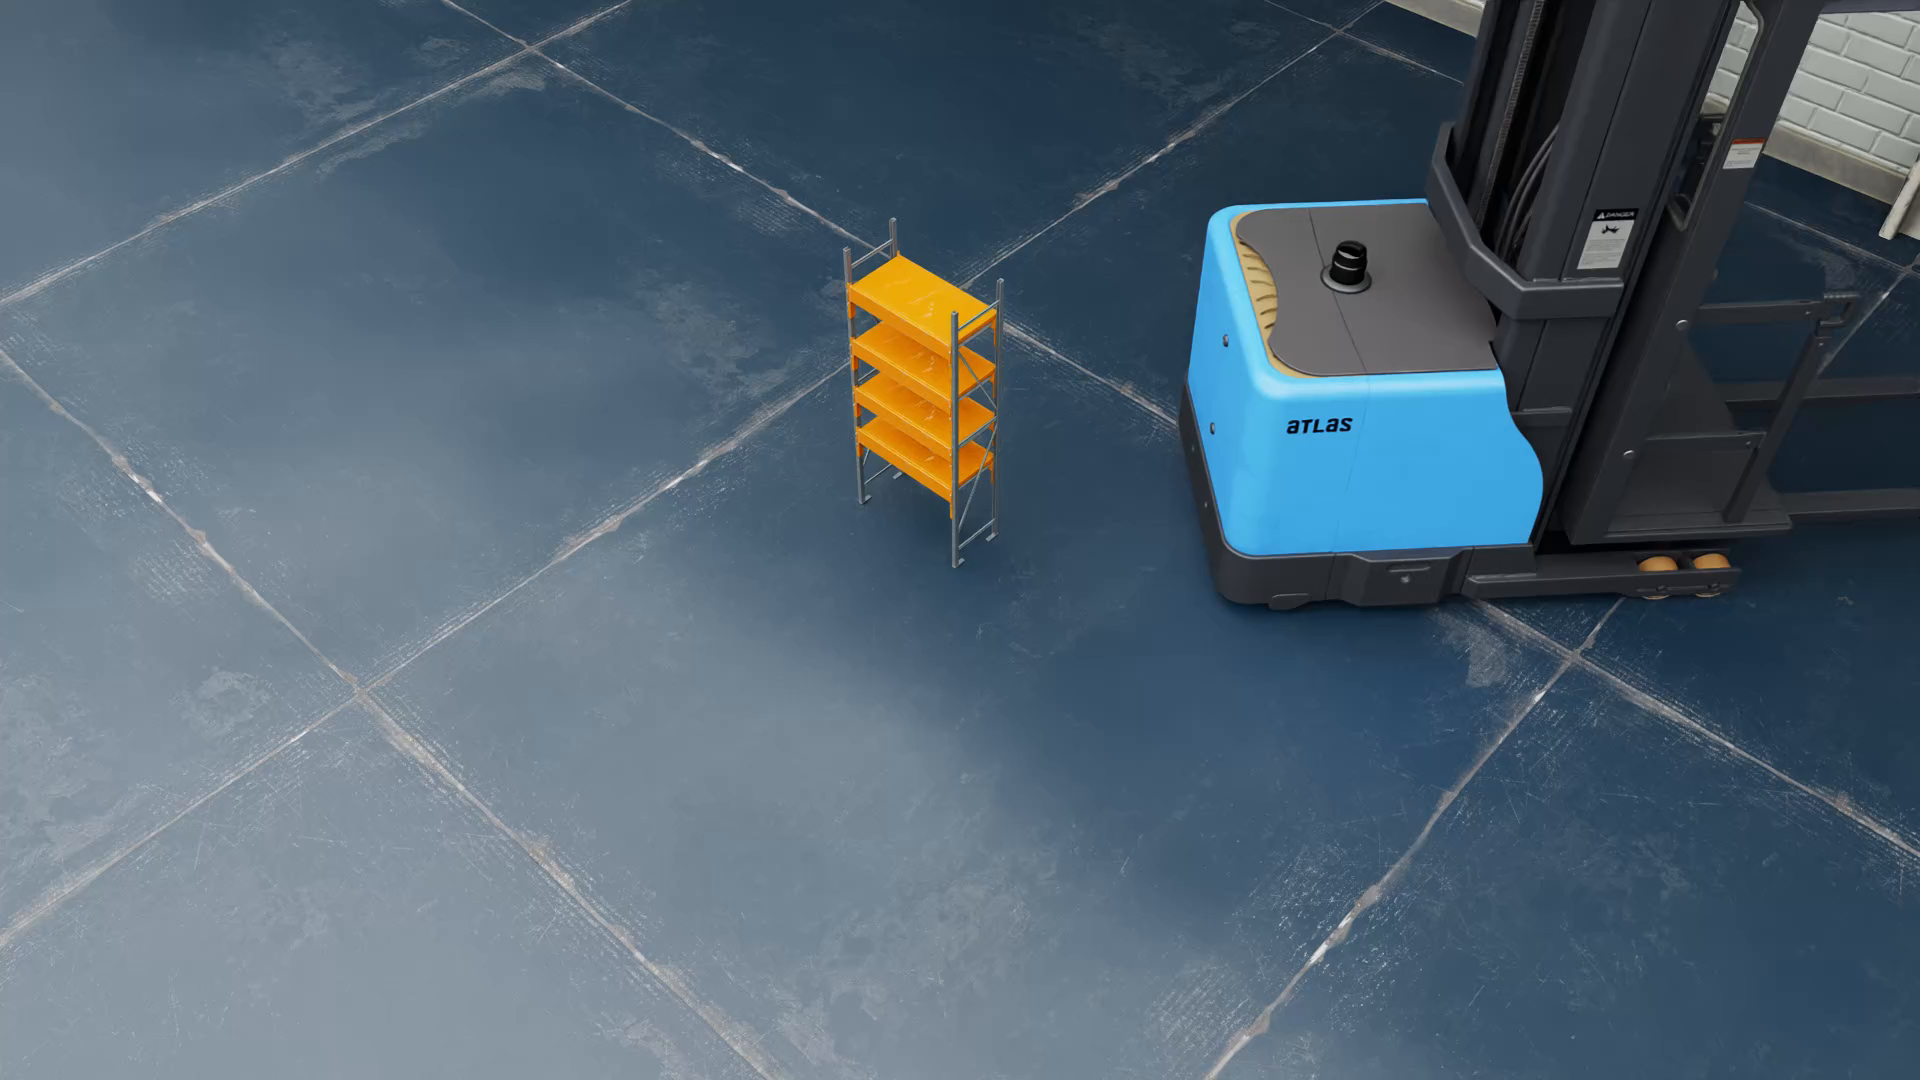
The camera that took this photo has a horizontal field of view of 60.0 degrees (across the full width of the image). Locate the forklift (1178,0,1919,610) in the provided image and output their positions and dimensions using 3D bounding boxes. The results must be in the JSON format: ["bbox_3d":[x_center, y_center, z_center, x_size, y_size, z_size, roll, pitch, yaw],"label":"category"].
[{"bbox_3d":[2.403,-1.172,5.340,3.031,2.935,1.130,-3,47,-3],"label":"forklift"}]

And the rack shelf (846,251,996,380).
[{"bbox_3d":[-0.122,-0.762,5.603,0.480,0.148,0.258,34,55,28],"label":"rack shelf"}]

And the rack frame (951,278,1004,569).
[{"bbox_3d":[0.058,-0.372,5.776,0.015,1.200,0.240,34,55,28],"label":"rack frame"}]

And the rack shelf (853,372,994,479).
[{"bbox_3d":[-0.122,-0.446,5.938,0.480,0.148,0.258,34,55,28],"label":"rack shelf"}]

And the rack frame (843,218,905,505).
[{"bbox_3d":[-0.301,-0.613,6.003,0.015,1.200,0.240,34,55,28],"label":"rack frame"}]

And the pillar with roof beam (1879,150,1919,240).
[{"bbox_3d":[1.498,-2.143,2.090,0.400,9.000,9.100,34,55,28],"label":"pillar with roof beam"}]

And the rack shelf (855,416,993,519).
[{"bbox_3d":[-0.122,-0.311,6.083,0.480,0.148,0.258,34,55,28],"label":"rack shelf"}]

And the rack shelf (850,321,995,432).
[{"bbox_3d":[-0.122,-0.600,5.775,0.480,0.148,0.258,34,55,28],"label":"rack shelf"}]

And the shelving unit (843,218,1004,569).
[{"bbox_3d":[-0.122,-0.493,5.889,0.503,1.200,0.258,34,55,28],"label":"shelving unit"}]
